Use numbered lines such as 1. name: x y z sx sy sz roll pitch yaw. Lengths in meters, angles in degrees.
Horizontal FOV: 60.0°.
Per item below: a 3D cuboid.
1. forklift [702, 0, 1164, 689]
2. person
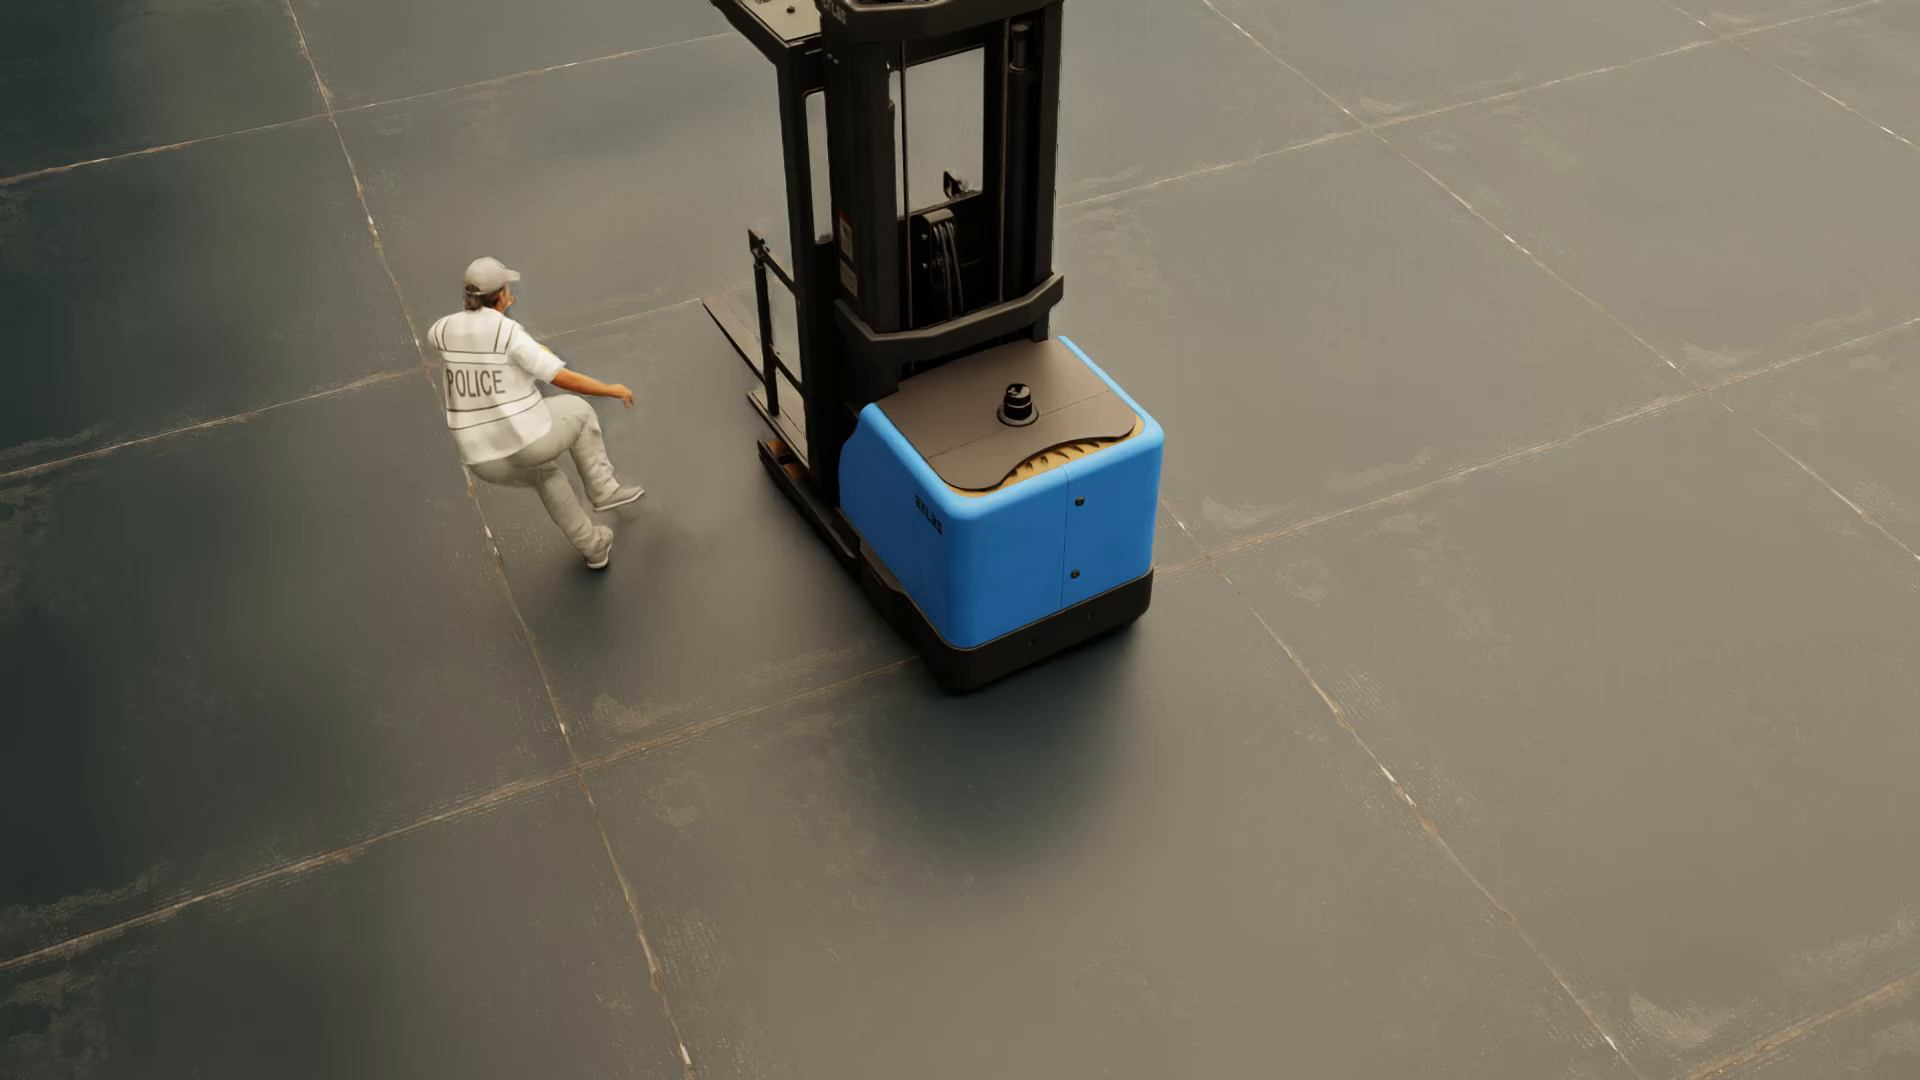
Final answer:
1. forklift: -0.330 -1.432 7.215 1.130 2.935 3.031 -22 47 -22
2. person: -1.905 -0.596 7.441 0.900 1.441 0.875 0 43 0
